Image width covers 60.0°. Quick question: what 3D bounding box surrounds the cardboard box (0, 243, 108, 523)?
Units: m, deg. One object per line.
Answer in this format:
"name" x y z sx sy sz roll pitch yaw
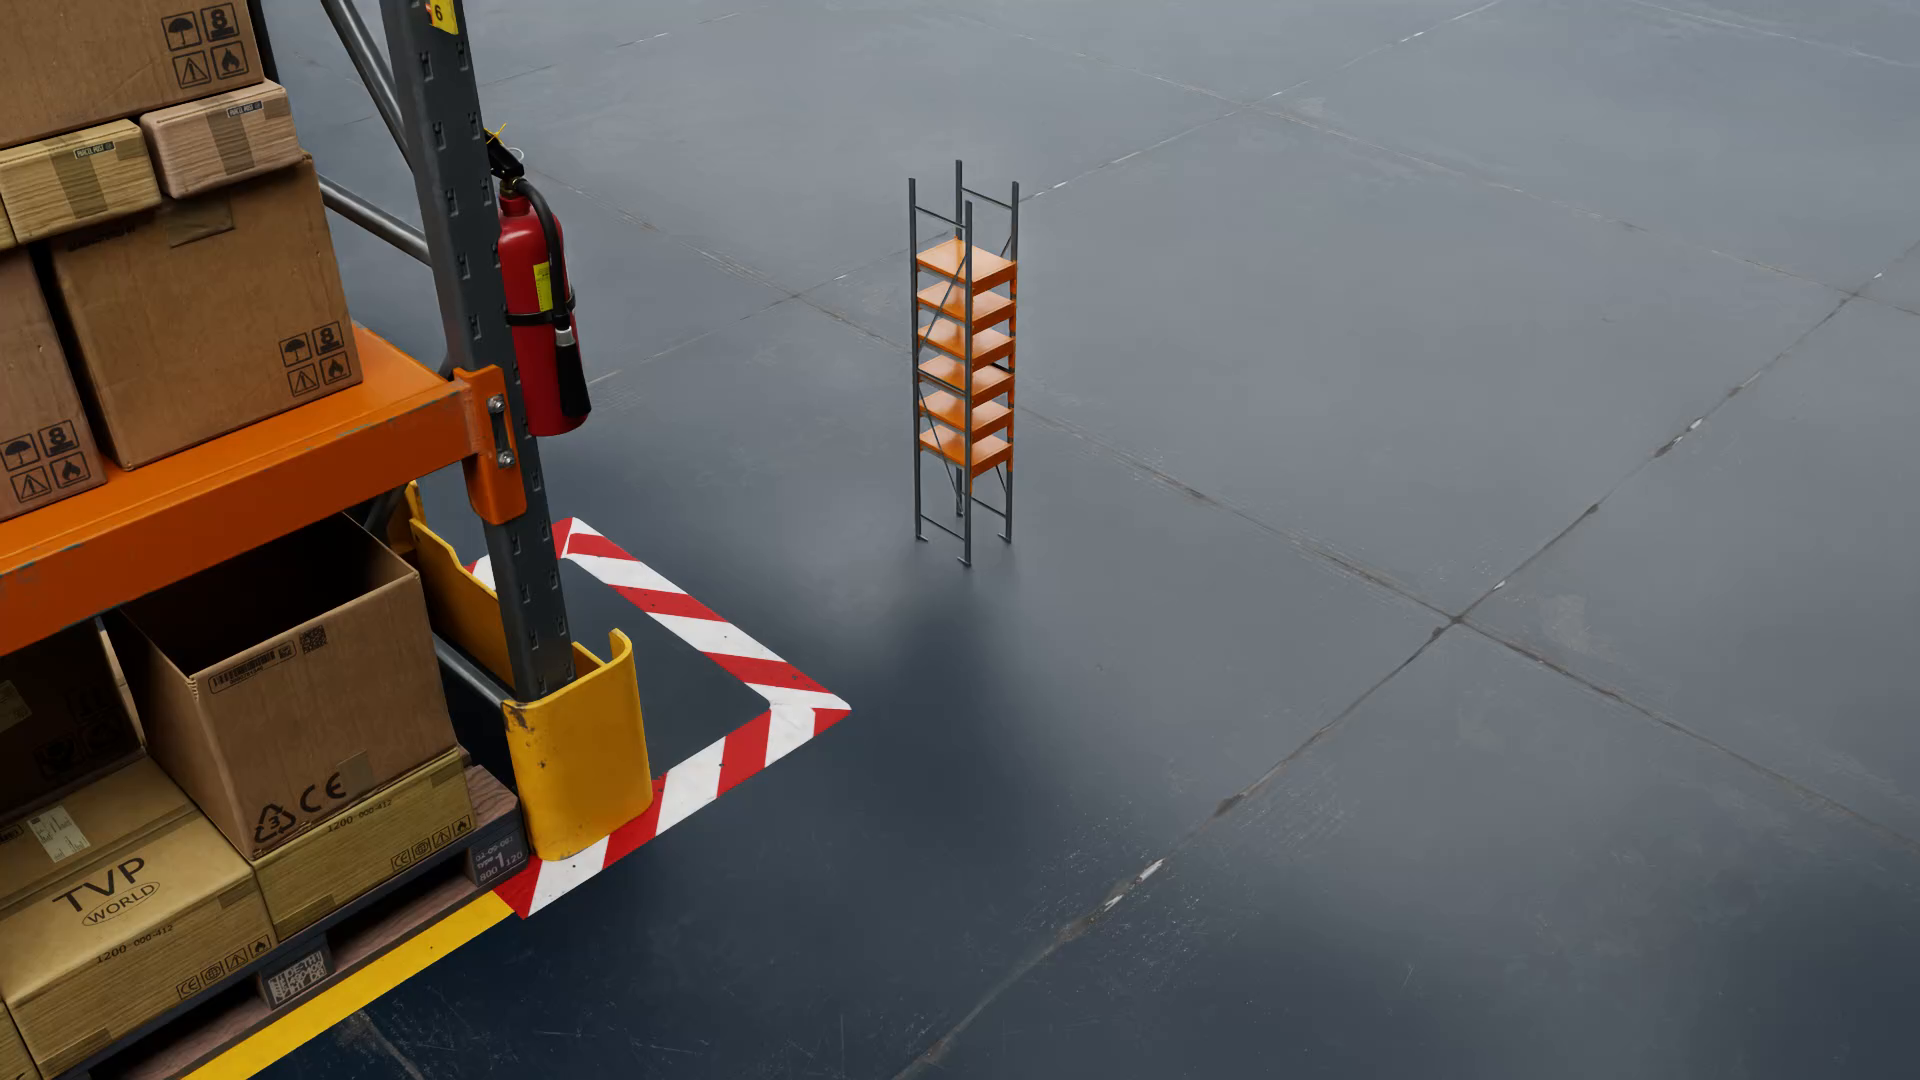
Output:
"cardboard box" -2.021 -0.357 3.052 0.500 0.500 0.700 -29 44 -35

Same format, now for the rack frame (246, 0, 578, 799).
"rack frame" -1.317 -0.715 3.654 1.000 3.000 0.127 30 45 35

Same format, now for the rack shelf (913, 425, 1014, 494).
"rack shelf" 0.010 -0.265 5.078 0.258 0.103 0.180 30 45 35

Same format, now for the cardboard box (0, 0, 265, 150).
"cardboard box" -1.692 -1.083 2.959 0.500 0.500 0.700 -30 45 -35

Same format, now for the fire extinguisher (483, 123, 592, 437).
"fire extinguisher" -0.904 -0.545 3.476 0.296 0.674 0.183 30 45 35

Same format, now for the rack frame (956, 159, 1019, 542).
"rack frame" 0.075 -0.535 4.968 0.240 1.200 0.006 30 45 35

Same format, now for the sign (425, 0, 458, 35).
"sign" -0.941 -1.063 2.933 0.100 0.325 0.005 30 45 35

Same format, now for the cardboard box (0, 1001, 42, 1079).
"cardboard box" -2.179 0.988 3.247 0.500 0.250 0.500 30 45 35

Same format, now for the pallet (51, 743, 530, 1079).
"pallet" -1.826 0.756 3.982 1.003 0.211 1.213 30 45 35

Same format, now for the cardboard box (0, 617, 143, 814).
"cardboard box" -2.203 0.264 3.630 0.500 0.500 0.500 30 45 35

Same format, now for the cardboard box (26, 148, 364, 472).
"cardboard box" -1.654 -0.572 3.361 0.700 0.500 0.500 30 45 35

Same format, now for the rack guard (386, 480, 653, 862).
"rack guard" -1.300 0.300 4.383 1.175 0.500 0.348 30 45 35

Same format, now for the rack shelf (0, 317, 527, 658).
"rack shelf" -2.726 0.391 2.695 1.077 0.370 4.000 30 45 35

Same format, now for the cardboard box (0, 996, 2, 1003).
"cardboard box" -2.177 0.682 3.031 0.500 0.500 0.500 30 45 35

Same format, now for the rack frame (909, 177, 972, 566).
"rack frame" -0.054 -0.461 4.862 0.240 1.200 0.006 30 45 35

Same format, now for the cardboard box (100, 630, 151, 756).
"cardboard box" -1.852 0.368 4.137 0.500 0.250 0.500 30 45 35

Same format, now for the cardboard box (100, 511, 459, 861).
"cardboard box" -1.483 0.270 3.621 0.500 0.500 0.500 30 45 35

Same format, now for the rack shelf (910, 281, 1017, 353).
"rack shelf" 0.010 -0.658 4.803 0.258 0.103 0.180 30 45 35

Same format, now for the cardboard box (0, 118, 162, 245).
"cardboard box" -1.634 -0.684 2.954 0.250 0.149 0.380 -29 44 -35

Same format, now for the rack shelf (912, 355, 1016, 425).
"rack shelf" 0.010 -0.462 4.941 0.258 0.103 0.180 30 45 35

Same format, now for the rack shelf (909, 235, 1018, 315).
"rack shelf" 0.010 -0.757 4.735 0.258 0.103 0.180 30 45 35

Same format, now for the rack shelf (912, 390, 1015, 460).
"rack shelf" 0.010 -0.363 5.009 0.258 0.103 0.180 30 45 35

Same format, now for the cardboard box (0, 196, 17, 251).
"cardboard box" -1.814 -0.580 2.805 0.380 0.149 0.250 29 44 35

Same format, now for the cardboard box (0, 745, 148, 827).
"cardboard box" -2.202 0.573 3.843 0.500 0.250 0.500 30 45 35

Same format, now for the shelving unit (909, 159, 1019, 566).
"shelving unit" 0.010 -0.498 4.915 0.258 1.200 0.189 30 45 35

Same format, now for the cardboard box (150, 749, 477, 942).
"cardboard box" -1.485 0.577 3.837 0.500 0.250 0.500 30 45 35

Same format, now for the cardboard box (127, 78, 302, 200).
"cardboard box" -1.450 -0.791 3.107 0.380 0.149 0.250 29 44 35

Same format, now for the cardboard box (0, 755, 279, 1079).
"cardboard box" -1.828 0.785 3.539 0.500 0.250 0.500 30 45 35

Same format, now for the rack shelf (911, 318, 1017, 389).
"rack shelf" 0.010 -0.560 4.872 0.258 0.103 0.180 30 45 35
